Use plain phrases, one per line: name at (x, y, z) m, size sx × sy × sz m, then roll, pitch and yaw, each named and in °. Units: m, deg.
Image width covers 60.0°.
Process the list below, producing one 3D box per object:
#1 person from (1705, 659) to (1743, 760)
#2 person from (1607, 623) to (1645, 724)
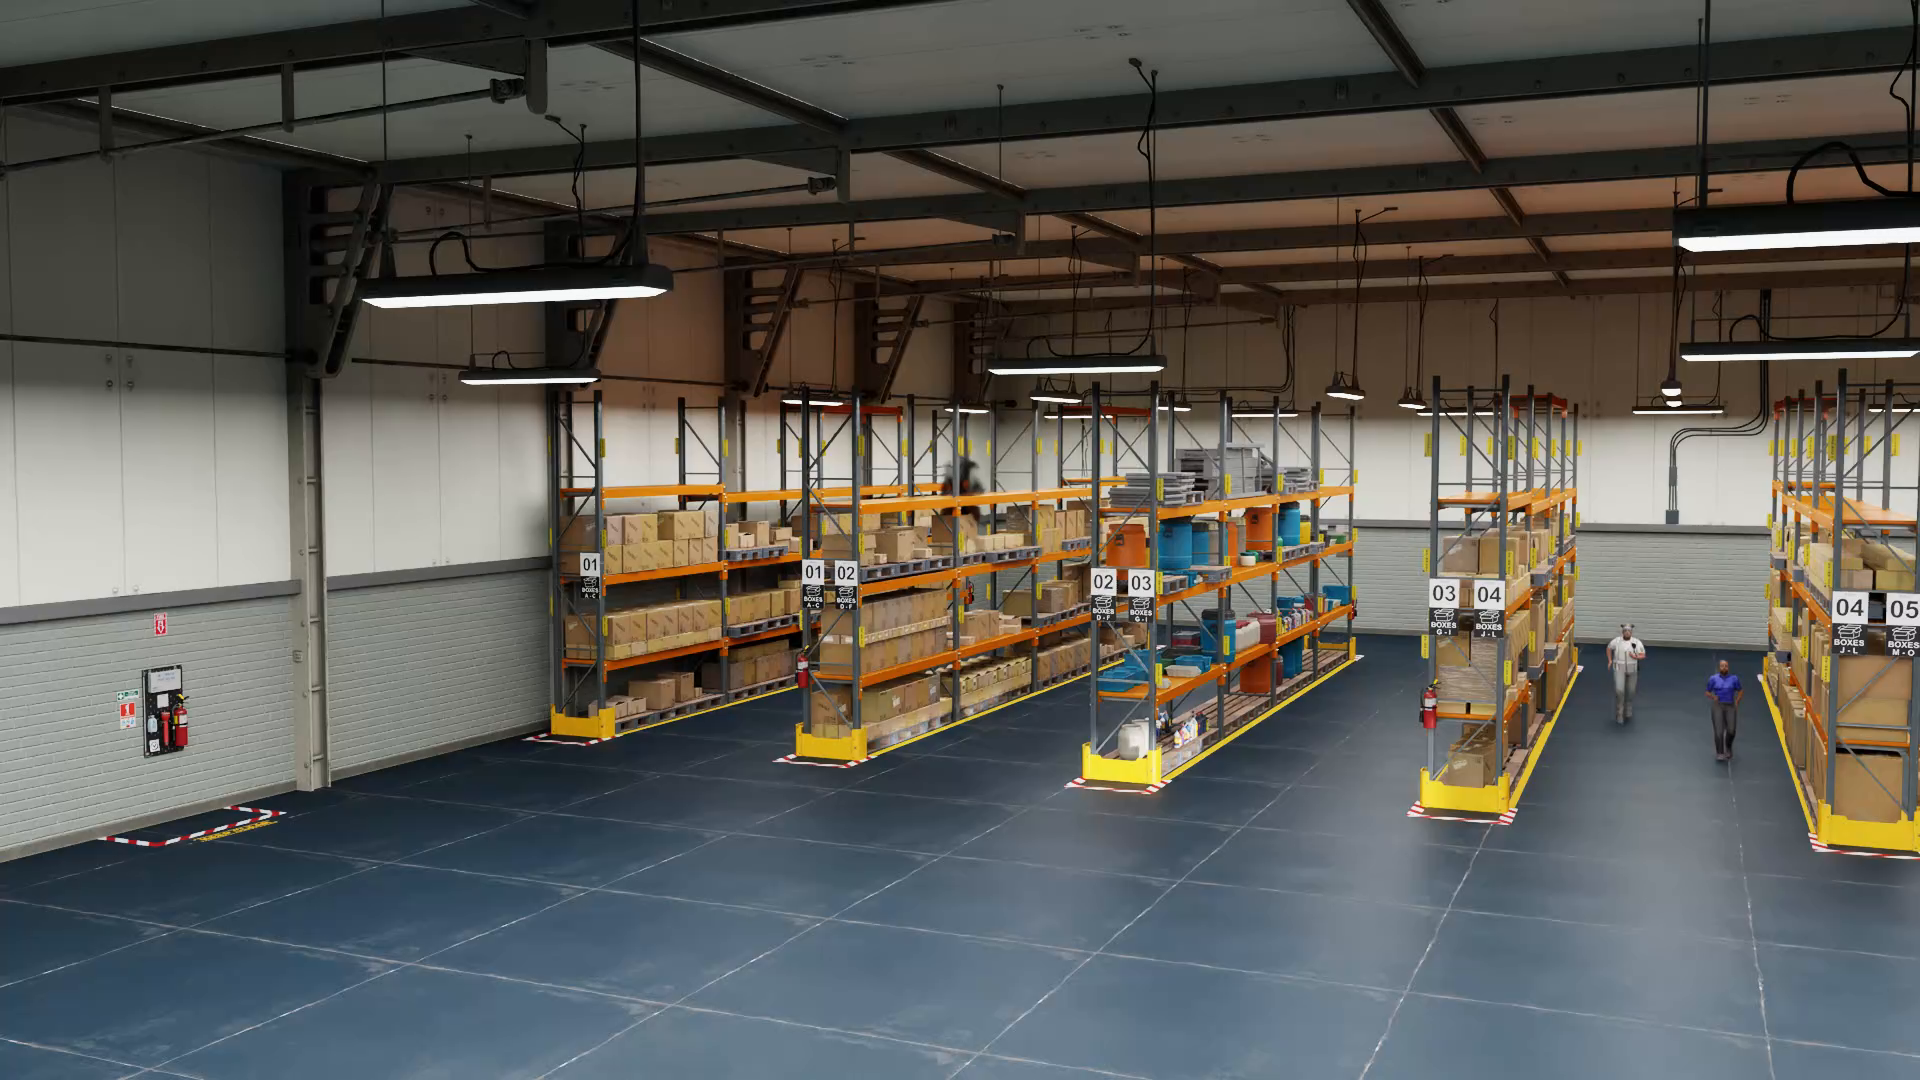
person at (12.197, 2.718, 26.530) m, size 0.565 × 1.612 × 0.551 m, roll 1°, pitch 3°, yaw 21°
person at (12.209, 2.433, 30.494) m, size 0.638 × 1.828 × 0.837 m, roll 1°, pitch 3°, yaw 17°
